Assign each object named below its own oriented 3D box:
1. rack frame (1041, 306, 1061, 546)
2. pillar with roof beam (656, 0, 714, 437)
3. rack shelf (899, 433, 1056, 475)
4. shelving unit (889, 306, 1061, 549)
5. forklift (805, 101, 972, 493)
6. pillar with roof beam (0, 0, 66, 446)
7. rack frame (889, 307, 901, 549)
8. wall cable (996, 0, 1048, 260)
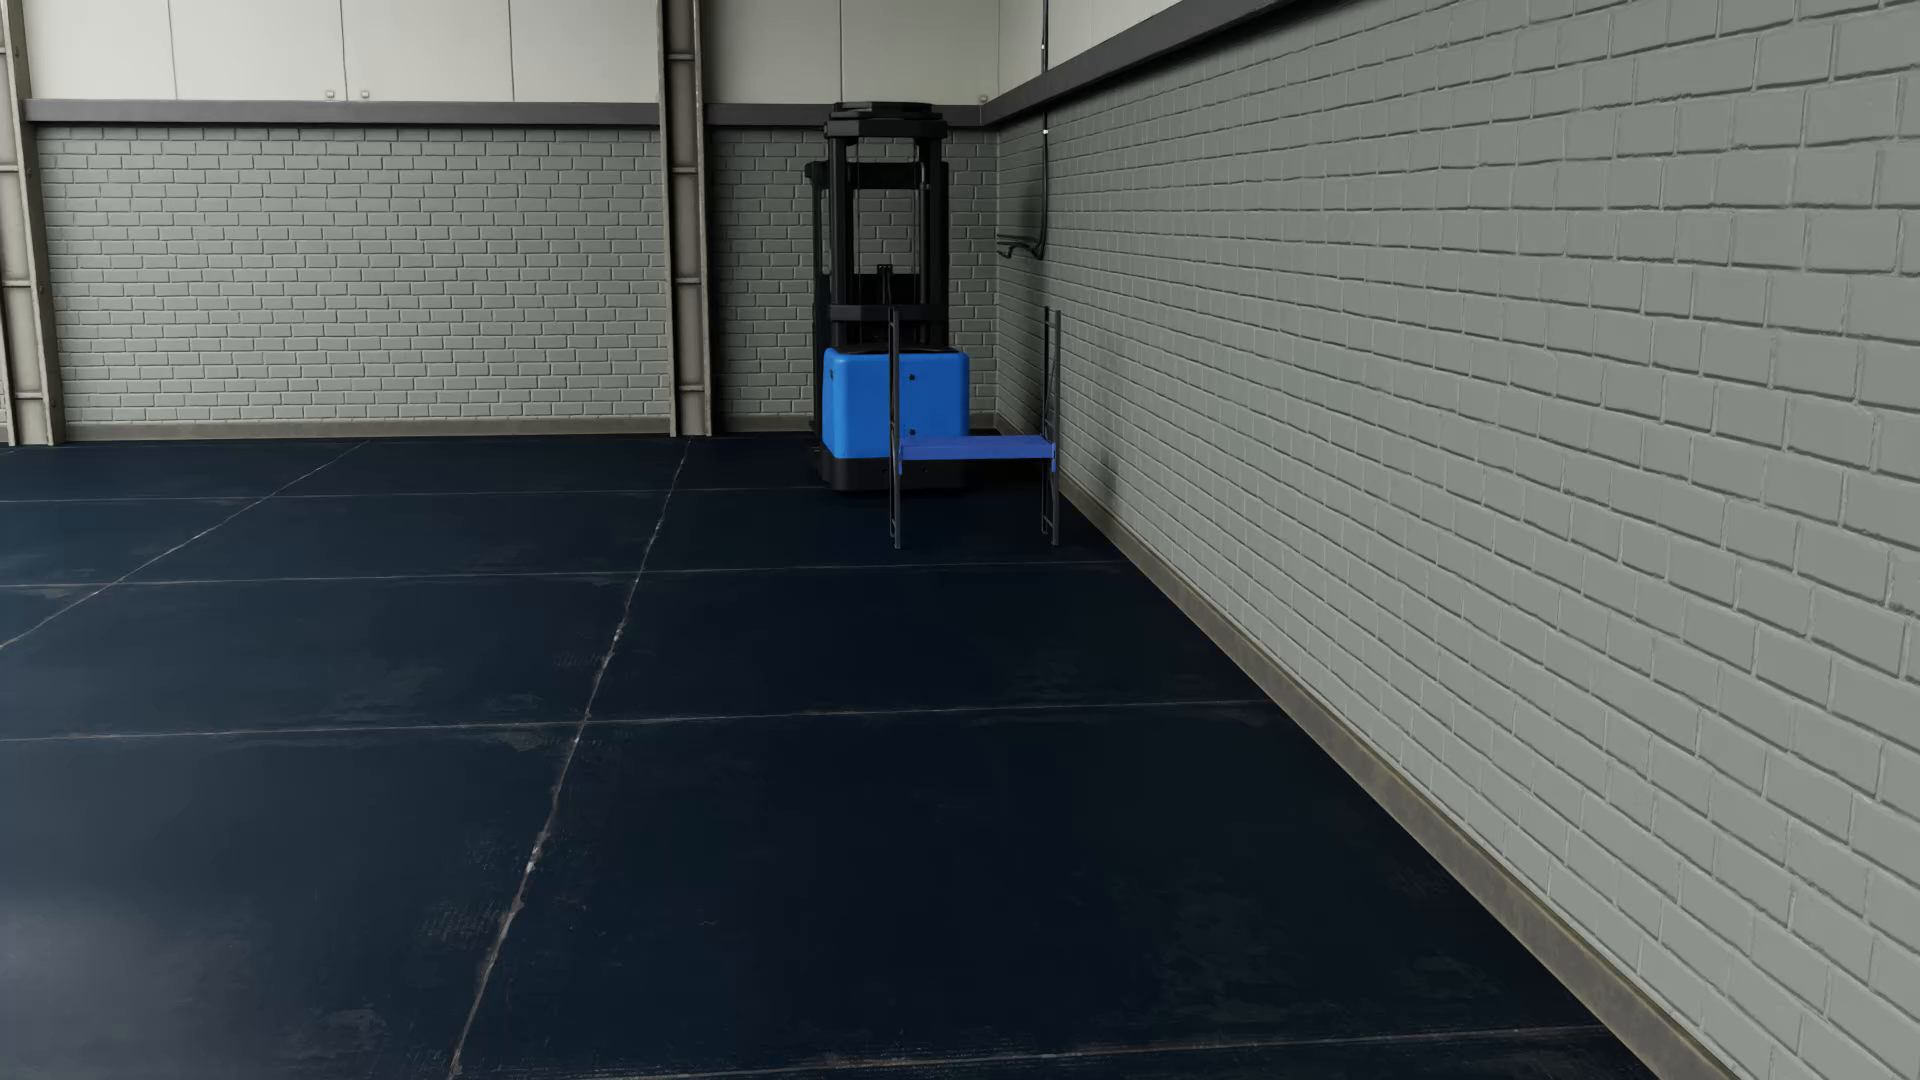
[{"bbox_3d":[0.590,-0.748,10.786,0.032,1.500,0.500,-1,11,-6],"label":"rack frame"},{"bbox_3d":[-2.123,-4.613,11.004,0.400,9.000,9.100,-1,11,-6],"label":"pillar with roof beam"},{"bbox_3d":[0.085,-0.561,10.767,1.000,0.185,0.538,-1,11,-6],"label":"rack shelf"},{"bbox_3d":[0.085,-0.738,10.732,1.048,1.500,0.538,-1,11,-6],"label":"shelving unit"},{"bbox_3d":[-0.675,-2.034,13.614,1.130,2.935,3.031,-2,11,-10],"label":"forklift"},{"bbox_3d":[-8.088,-4.488,10.368,0.400,9.000,9.100,-1,11,-6],"label":"pillar with roof beam"},{"bbox_3d":[-0.421,-0.727,10.678,0.032,1.500,0.500,-1,11,-6],"label":"rack frame"},{"bbox_3d":[0.484,-3.723,14.525,0.112,2.526,3.097,-1,11,-6],"label":"wall cable"}]
